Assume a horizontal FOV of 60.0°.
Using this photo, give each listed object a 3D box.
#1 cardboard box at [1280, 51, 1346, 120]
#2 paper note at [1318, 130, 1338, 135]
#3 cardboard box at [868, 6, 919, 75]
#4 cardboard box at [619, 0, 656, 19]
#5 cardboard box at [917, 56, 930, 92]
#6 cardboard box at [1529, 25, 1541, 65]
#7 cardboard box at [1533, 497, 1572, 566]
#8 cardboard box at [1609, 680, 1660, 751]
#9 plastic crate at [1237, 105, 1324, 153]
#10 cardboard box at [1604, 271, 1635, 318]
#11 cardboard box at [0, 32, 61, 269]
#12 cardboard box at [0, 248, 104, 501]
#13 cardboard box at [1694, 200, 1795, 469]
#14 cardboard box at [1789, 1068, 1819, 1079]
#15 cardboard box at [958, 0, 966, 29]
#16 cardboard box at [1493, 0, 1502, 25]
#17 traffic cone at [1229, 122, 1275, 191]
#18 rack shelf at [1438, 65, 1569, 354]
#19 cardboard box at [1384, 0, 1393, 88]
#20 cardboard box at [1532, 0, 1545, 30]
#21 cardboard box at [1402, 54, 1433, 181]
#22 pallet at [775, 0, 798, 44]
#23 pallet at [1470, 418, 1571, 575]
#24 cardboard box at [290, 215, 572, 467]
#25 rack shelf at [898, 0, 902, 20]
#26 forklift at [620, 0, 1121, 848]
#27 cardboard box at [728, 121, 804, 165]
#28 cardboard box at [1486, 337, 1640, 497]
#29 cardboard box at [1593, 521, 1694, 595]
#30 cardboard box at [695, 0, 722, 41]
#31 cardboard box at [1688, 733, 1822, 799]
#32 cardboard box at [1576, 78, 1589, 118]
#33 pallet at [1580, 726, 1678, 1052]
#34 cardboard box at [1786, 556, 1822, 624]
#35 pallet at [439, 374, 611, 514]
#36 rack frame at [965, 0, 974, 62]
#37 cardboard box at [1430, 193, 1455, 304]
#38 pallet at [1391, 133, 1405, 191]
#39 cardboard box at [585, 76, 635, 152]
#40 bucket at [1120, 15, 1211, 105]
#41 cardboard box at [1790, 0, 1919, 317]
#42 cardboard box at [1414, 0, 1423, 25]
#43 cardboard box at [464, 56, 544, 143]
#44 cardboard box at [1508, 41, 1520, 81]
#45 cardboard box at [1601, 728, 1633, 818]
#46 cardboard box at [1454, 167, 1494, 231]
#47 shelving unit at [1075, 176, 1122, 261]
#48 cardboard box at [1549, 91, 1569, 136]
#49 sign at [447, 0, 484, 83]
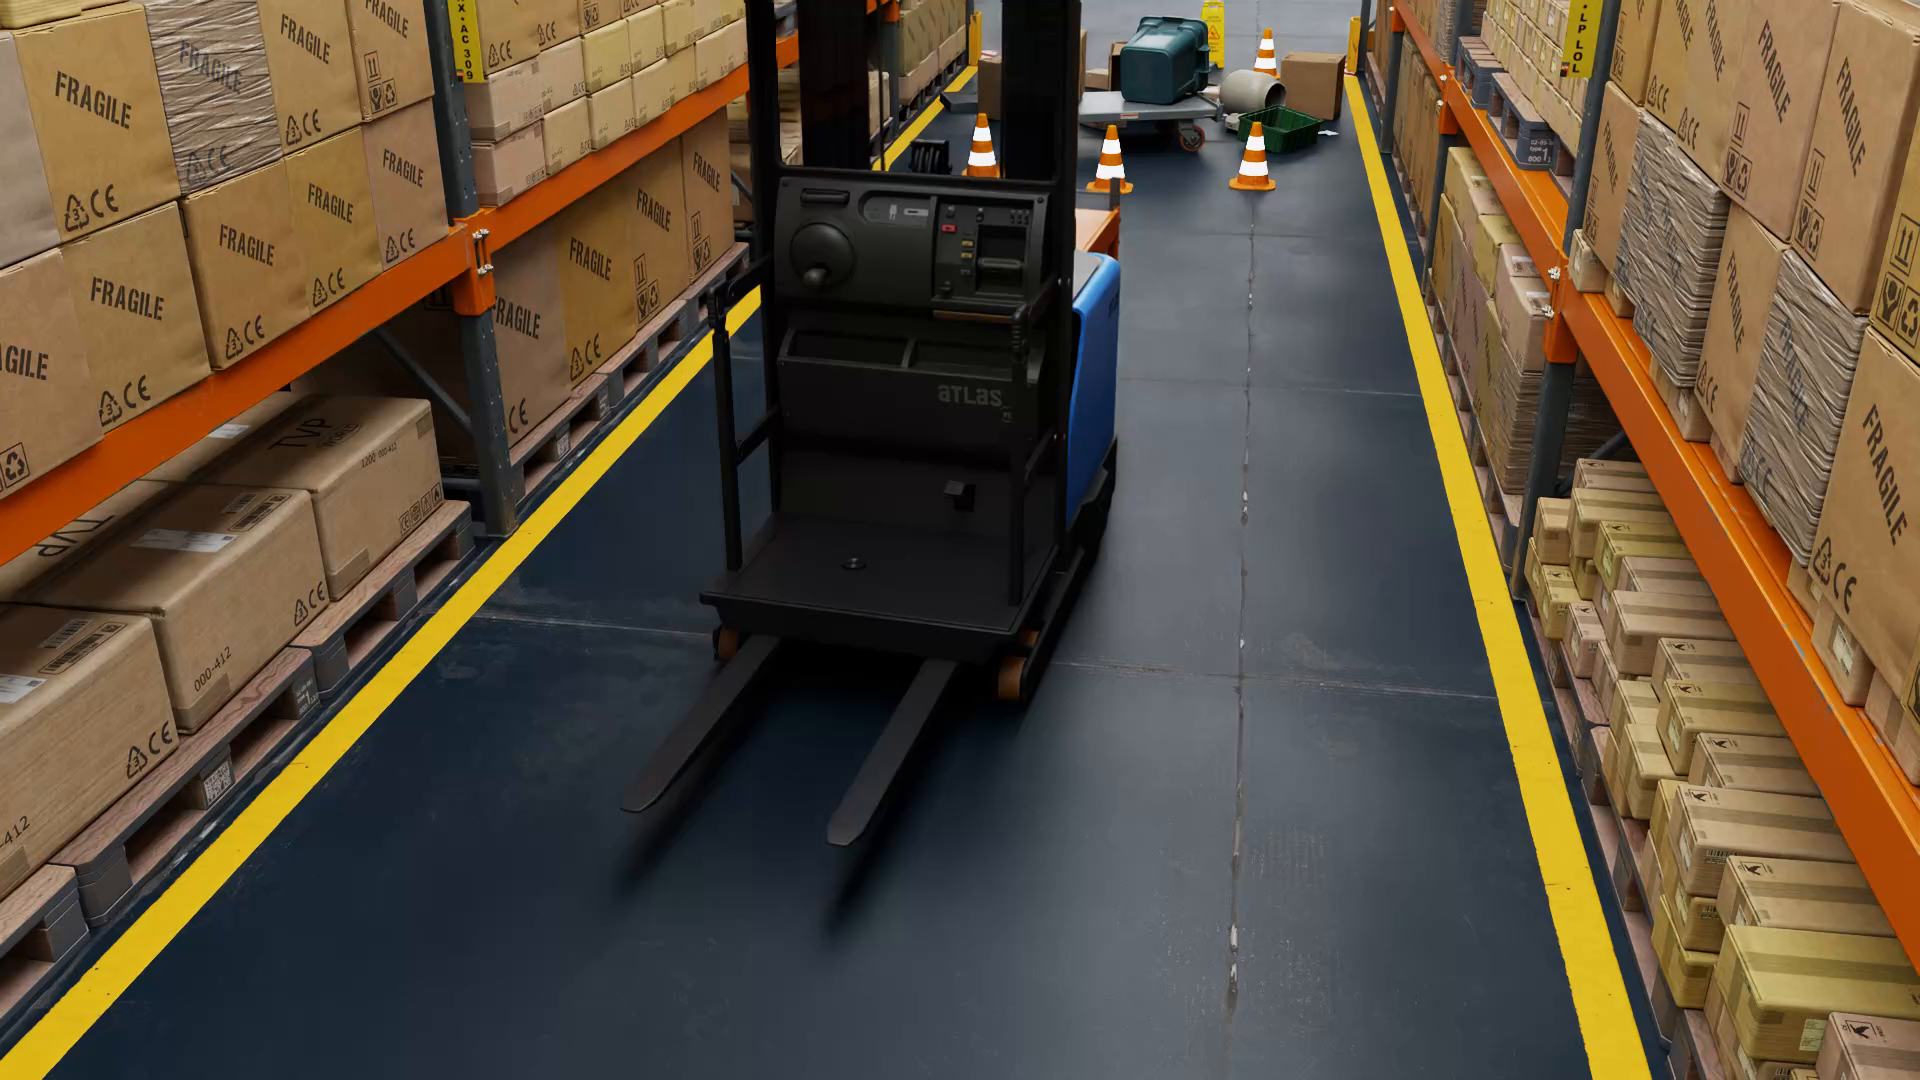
[{"bbox_3d":[3.129,-4.050,14.809,0.500,0.500,0.500,8,26,18],"label":"cardboard box"},{"bbox_3d":[3.105,-3.460,14.105,0.147,0.020,0.142,-14,29,-27],"label":"paper note"},{"bbox_3d":[-0.649,-4.274,14.205,0.500,0.500,0.500,5,26,11],"label":"cardboard box"},{"bbox_3d":[-1.745,-2.718,7.722,0.500,0.500,0.500,4,25,8],"label":"cardboard box"},{"bbox_3d":[-0.573,-4.158,14.843,0.500,0.250,0.500,5,26,11],"label":"cardboard box"},{"bbox_3d":[2.708,-2.158,7.273,0.380,0.149,0.250,5,26,10],"label":"cardboard box"},{"bbox_3d":[2.206,-0.019,5.768,0.380,0.149,0.250,5,26,11],"label":"cardboard box"},{"bbox_3d":[2.030,0.525,4.607,0.380,0.149,0.250,4,25,8],"label":"cardboard box"},{"bbox_3d":[2.624,-3.376,13.674,0.450,0.188,0.662,29,36,30],"label":"plastic crate"},{"bbox_3d":[2.243,-0.792,5.199,0.380,0.149,0.250,5,26,10],"label":"cardboard box"},{"bbox_3d":[-2.460,-0.854,3.738,0.500,0.500,0.500,4,25,8],"label":"cardboard box"},{"bbox_3d":[-2.455,-0.393,3.934,0.500,0.500,0.500,4,25,8],"label":"cardboard box"},{"bbox_3d":[2.001,-0.463,3.732,0.500,0.500,0.500,5,26,11],"label":"cardboard box"},{"bbox_3d":[1.827,1.179,3.210,0.380,0.149,0.250,3,25,7],"label":"cardboard box"},{"bbox_3d":[-0.232,-5.365,16.538,0.500,0.500,0.500,4,25,9],"label":"cardboard box"},{"bbox_3d":[2.915,-2.697,8.423,0.380,0.149,0.250,5,26,11],"label":"cardboard box"},{"bbox_3d":[2.179,-2.855,12.304,0.336,0.463,0.334,4,25,9],"label":"traffic cone"},{"bbox_3d":[2.907,-1.625,7.532,1.077,0.370,4.000,4,25,9],"label":"rack shelf"},{"bbox_3d":[4.203,-4.324,14.460,0.875,0.875,0.875,4,25,9],"label":"cardboard box"},{"bbox_3d":[2.710,-2.300,7.224,0.380,0.149,0.250,4,25,8],"label":"cardboard box"},{"bbox_3d":[3.714,-2.963,11.699,1.050,0.750,0.750,4,25,9],"label":"cardboard box"},{"bbox_3d":[-1.654,-3.307,10.502,1.213,0.211,1.003,4,25,9],"label":"pallet"},{"bbox_3d":[2.706,-0.177,6.880,1.003,0.211,1.213,4,25,9],"label":"pallet"},{"bbox_3d":[-2.297,-0.908,7.162,0.875,0.875,0.875,5,26,10],"label":"cardboard box"},{"bbox_3d":[-0.685,-5.272,15.323,1.077,0.370,4.000,4,25,9],"label":"rack shelf"},{"bbox_3d":[-0.224,-0.959,5.342,1.130,2.935,3.031,7,26,14],"label":"forklift"},{"bbox_3d":[-1.451,-2.633,11.441,0.950,0.372,0.625,4,25,8],"label":"cardboard box"},{"bbox_3d":[2.453,-0.500,6.732,0.500,0.500,0.500,4,25,8],"label":"cardboard box"},{"bbox_3d":[2.224,0.067,5.234,0.380,0.149,0.250,4,25,8],"label":"cardboard box"},{"bbox_3d":[-1.574,-2.812,8.806,0.500,0.250,0.500,3,25,7],"label":"cardboard box"},{"bbox_3d":[2.024,0.610,4.074,0.380,0.149,0.250,3,25,7],"label":"cardboard box"},{"bbox_3d":[2.493,-1.616,6.114,0.380,0.149,0.250,4,25,9],"label":"cardboard box"},{"bbox_3d":[2.309,0.944,4.485,1.003,0.211,1.213,4,25,9],"label":"pallet"},{"bbox_3d":[1.896,0.093,3.310,0.380,0.149,0.250,3,25,6],"label":"cardboard box"},{"bbox_3d":[-2.268,-0.480,7.527,1.003,0.211,1.213,4,25,9],"label":"pallet"},{"bbox_3d":[-0.358,-6.434,16.957,1.000,3.000,0.127,4,25,9],"label":"rack frame"},{"bbox_3d":[2.867,-1.567,9.013,0.500,0.500,0.500,3,25,6],"label":"cardboard box"},{"bbox_3d":[3.836,-2.869,12.631,1.003,0.211,1.213,4,25,9],"label":"pallet"},{"bbox_3d":[-1.804,-1.943,7.539,0.500,0.250,0.500,4,25,8],"label":"cardboard box"},{"bbox_3d":[1.636,-3.883,13.575,0.726,0.611,0.620,13,38,26],"label":"bucket"},{"bbox_3d":[1.915,-0.713,3.087,0.500,0.500,0.500,5,26,11],"label":"cardboard box"},{"bbox_3d":[3.287,-3.672,10.938,0.500,0.500,0.500,4,25,9],"label":"cardboard box"},{"bbox_3d":[-1.969,-1.738,6.512,0.500,0.250,0.500,3,25,7],"label":"cardboard box"},{"bbox_3d":[2.791,-2.241,7.801,0.380,0.149,0.250,5,26,10],"label":"cardboard box"},{"bbox_3d":[2.032,0.662,4.665,0.380,0.149,0.250,3,25,7],"label":"cardboard box"},{"bbox_3d":[2.800,-1.701,8.415,0.500,0.250,0.500,4,25,8],"label":"cardboard box"},{"bbox_3d":[0.363,-0.981,7.519,0.538,1.125,1.048,7,26,14],"label":"shelving unit"},{"bbox_3d":[2.576,-1.688,6.620,0.380,0.149,0.250,3,25,6],"label":"cardboard box"},{"bbox_3d":[-1.772,-1.805,5.954,0.100,0.325,0.005,4,25,9],"label":"sign"}]
